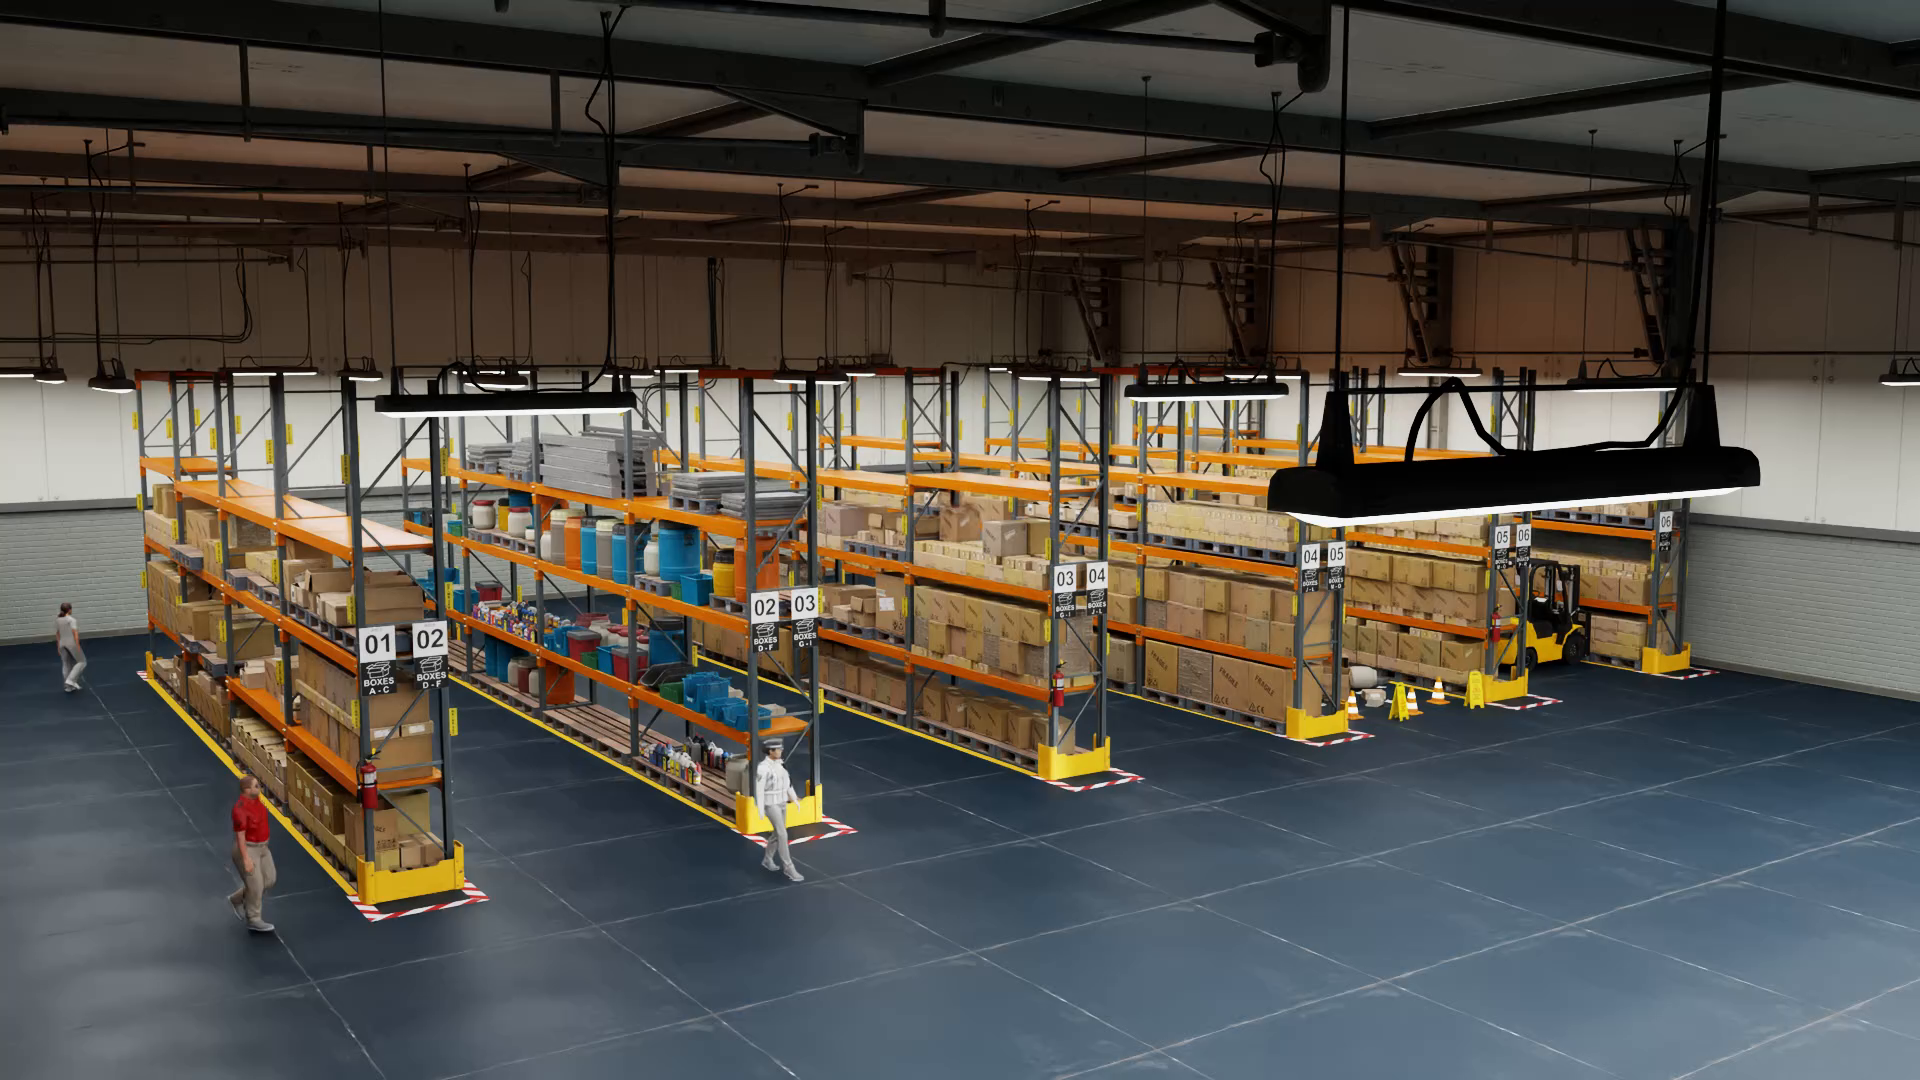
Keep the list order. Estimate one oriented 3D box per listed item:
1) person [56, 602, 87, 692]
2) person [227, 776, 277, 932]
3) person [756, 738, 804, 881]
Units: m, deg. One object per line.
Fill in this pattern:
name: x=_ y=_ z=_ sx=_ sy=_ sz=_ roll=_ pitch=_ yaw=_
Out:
person: x=-16.662 y=2.002 z=31.041 sx=0.474 sy=1.673 sz=0.473 roll=1 pitch=7 yaw=11
person: x=-7.811 y=3.411 z=18.203 sx=0.637 sy=1.708 sz=0.534 roll=1 pitch=7 yaw=9
person: x=-2.146 y=3.252 z=20.199 sx=0.745 sy=1.676 sz=0.512 roll=3 pitch=7 yaw=28
